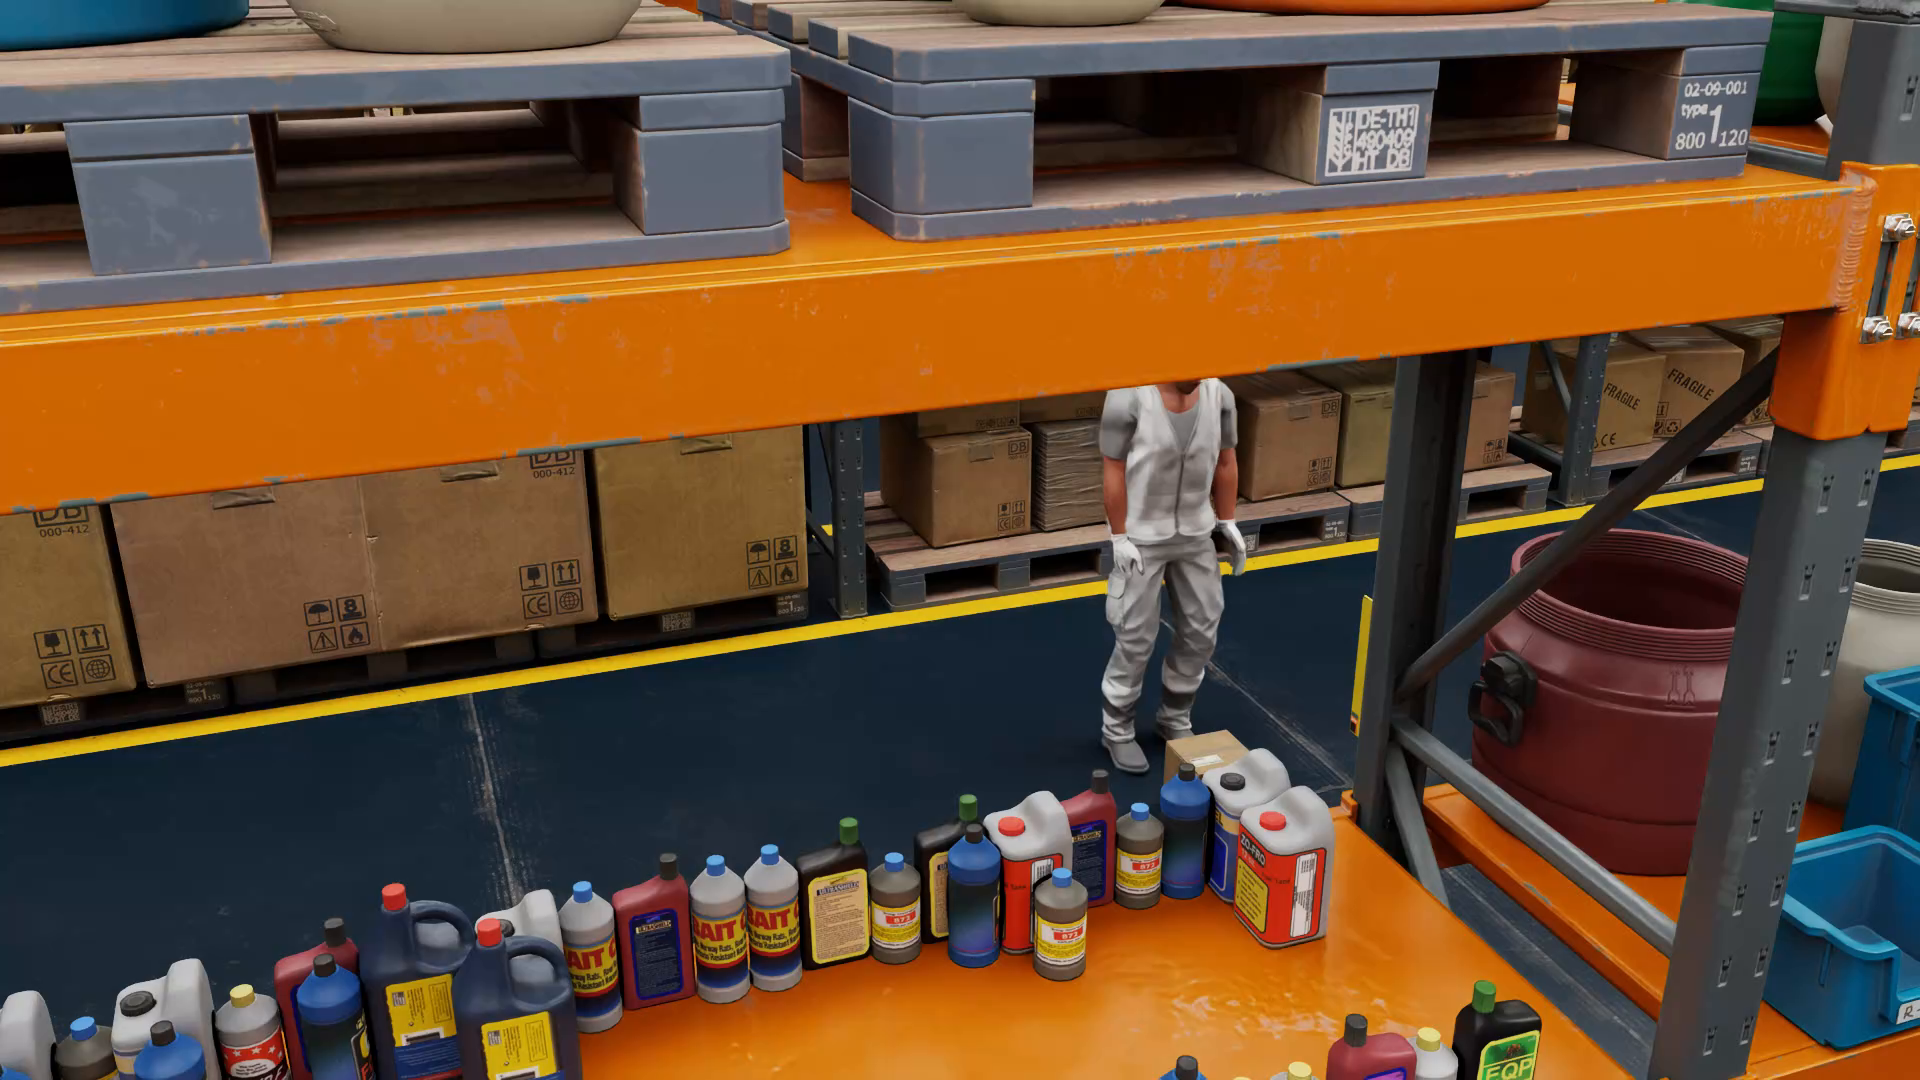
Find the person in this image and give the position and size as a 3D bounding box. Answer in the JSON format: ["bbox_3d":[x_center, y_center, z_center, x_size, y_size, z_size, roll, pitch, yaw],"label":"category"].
[{"bbox_3d":[0.773,0.004,6.095,0.536,1.758,0.413,-8,24,-18],"label":"person"}]
